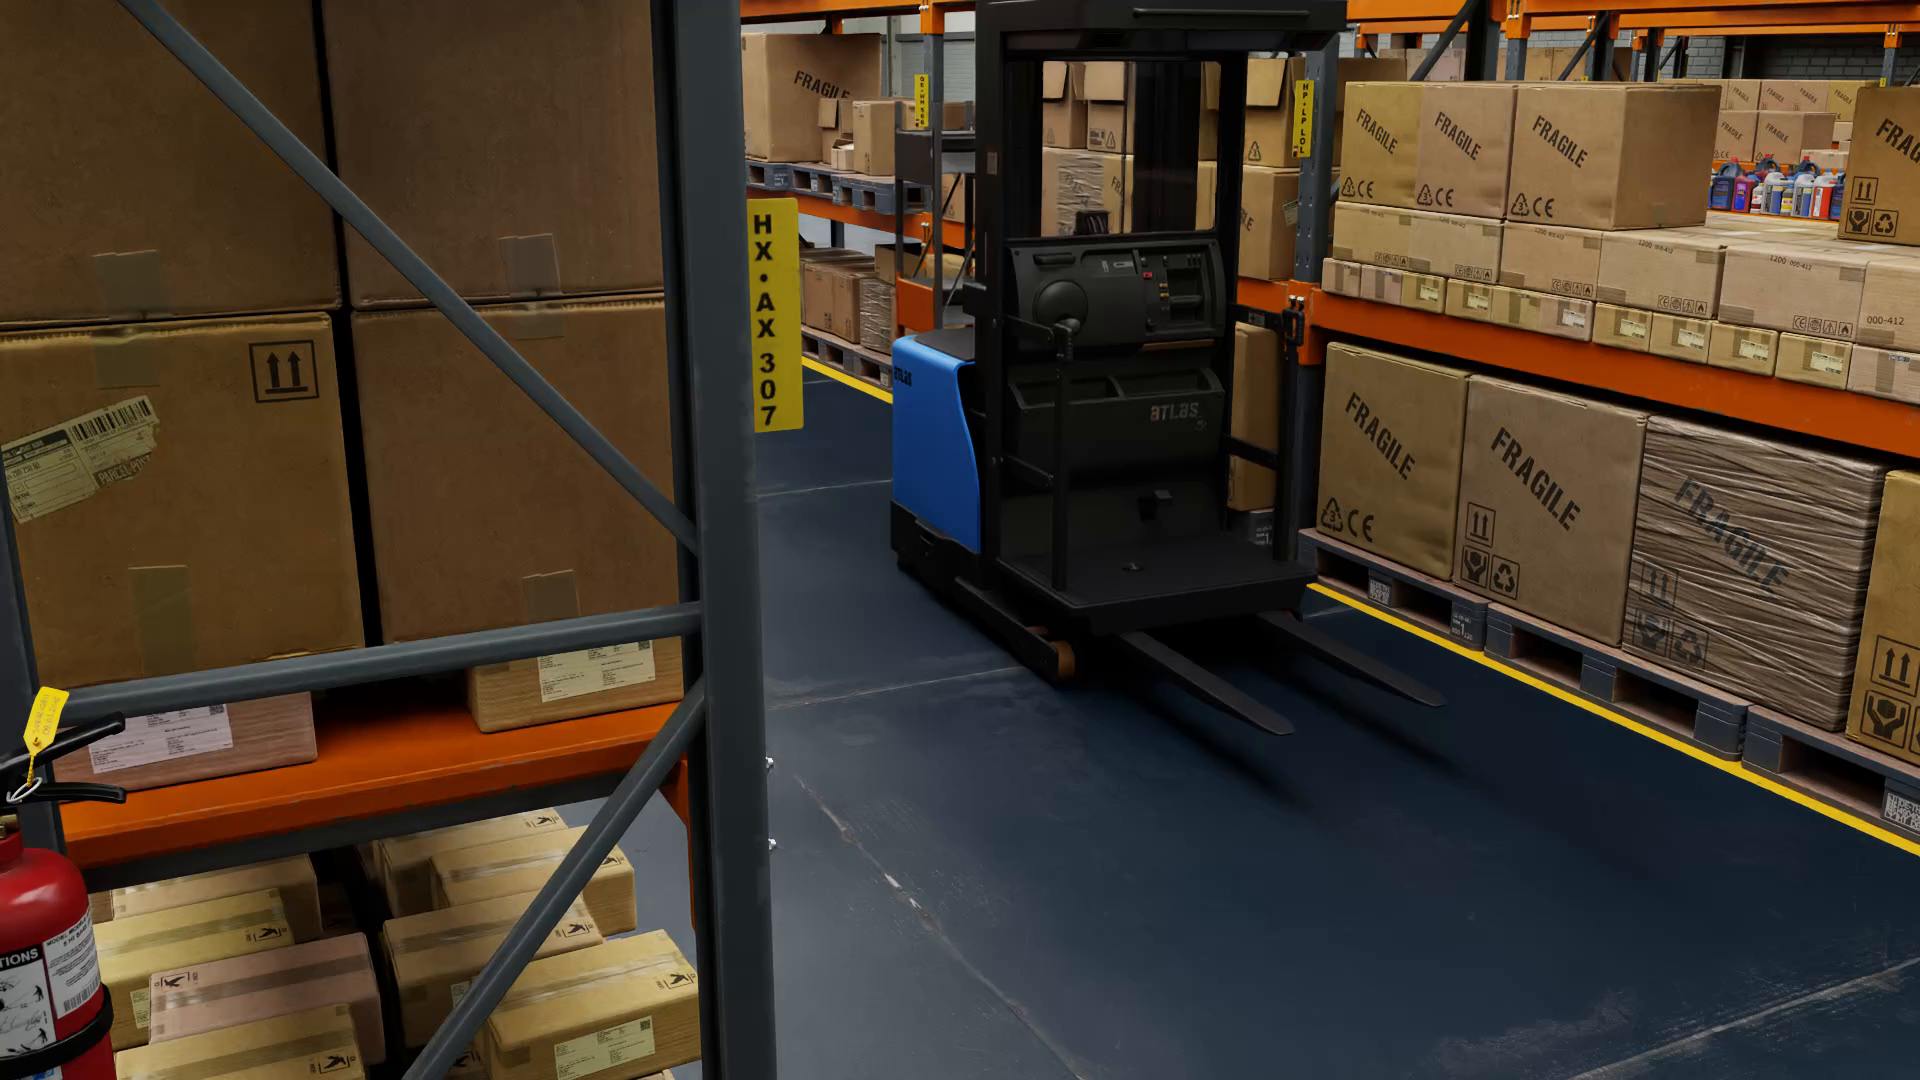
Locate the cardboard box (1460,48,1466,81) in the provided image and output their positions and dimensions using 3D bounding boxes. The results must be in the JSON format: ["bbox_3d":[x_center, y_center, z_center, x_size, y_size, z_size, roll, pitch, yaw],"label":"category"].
[{"bbox_3d":[6.534,-5.731,20.249,0.700,0.500,0.500,-8,18,-25],"label":"cardboard box"}]

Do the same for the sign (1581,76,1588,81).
[{"bbox_3d":[6.896,-4.963,18.395,0.100,0.325,0.005,-8,18,-25],"label":"sign"}]

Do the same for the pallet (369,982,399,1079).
[{"bbox_3d":[-1.116,1.285,3.389,1.003,0.211,1.213,-8,18,-25],"label":"pallet"}]

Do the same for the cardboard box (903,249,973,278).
[{"bbox_3d":[-0.081,-1.921,11.883,0.500,0.250,0.500,-7,17,-23],"label":"cardboard box"}]

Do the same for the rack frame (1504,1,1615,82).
[{"bbox_3d":[4.692,-2.987,13.221,1.000,3.000,0.127,-8,18,-25],"label":"rack frame"}]

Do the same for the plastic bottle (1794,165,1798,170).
[{"bbox_3d":[5.893,-2.520,11.805,0.061,0.283,0.133,-8,18,-25],"label":"plastic bottle"}]

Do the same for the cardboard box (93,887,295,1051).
[{"bbox_3d":[-1.505,0.833,3.237,0.380,0.149,0.250,-8,18,-26],"label":"cardboard box"}]

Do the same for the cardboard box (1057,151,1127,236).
[{"bbox_3d":[0.881,-1.905,9.269,0.500,0.500,0.500,-8,18,-25],"label":"cardboard box"}]

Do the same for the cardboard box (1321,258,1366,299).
[{"bbox_3d":[1.822,-1.162,7.318,0.380,0.149,0.250,-8,18,-25],"label":"cardboard box"}]

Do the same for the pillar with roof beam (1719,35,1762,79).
[{"bbox_3d":[7.307,-8.462,21.425,9.100,9.000,0.400,-8,18,-25],"label":"pillar with roof beam"}]

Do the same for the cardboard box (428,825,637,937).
[{"bbox_3d":[-0.907,0.749,3.530,0.380,0.149,0.250,-8,18,-25],"label":"cardboard box"}]

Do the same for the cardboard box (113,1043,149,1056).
[{"bbox_3d":[-1.476,0.970,3.300,0.380,0.149,0.250,-8,18,-27],"label":"cardboard box"}]

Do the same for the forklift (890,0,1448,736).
[{"bbox_3d":[0.721,-0.995,6.405,1.130,2.935,3.031,-7,17,-22],"label":"forklift"}]

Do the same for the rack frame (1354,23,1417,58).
[{"bbox_3d":[5.641,-5.568,22.216,1.000,3.000,0.127,-8,18,-25],"label":"rack frame"}]

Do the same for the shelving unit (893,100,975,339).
[{"bbox_3d":[-0.030,-1.041,8.071,0.431,2.100,0.503,-7,17,-22],"label":"shelving unit"}]

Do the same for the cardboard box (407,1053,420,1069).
[{"bbox_3d":[-0.889,1.114,3.336,0.380,0.149,0.250,-8,18,-25],"label":"cardboard box"}]

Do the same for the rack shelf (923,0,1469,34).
[{"bbox_3d":[1.116,-2.989,9.093,1.077,0.370,4.000,-8,18,-25],"label":"rack shelf"}]

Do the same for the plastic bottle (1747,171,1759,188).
[{"bbox_3d":[5.360,-2.364,11.285,0.097,0.271,0.097,0,16,0],"label":"plastic bottle"}]

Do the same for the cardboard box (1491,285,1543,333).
[{"bbox_3d":[2.282,-0.904,6.417,0.380,0.149,0.250,-8,18,-26],"label":"cardboard box"}]

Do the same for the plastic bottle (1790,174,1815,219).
[{"bbox_3d":[5.541,-2.243,10.854,0.152,0.276,0.135,-8,18,-25],"label":"plastic bottle"}]

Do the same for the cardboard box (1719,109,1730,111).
[{"bbox_3d":[7.946,-4.301,17.621,0.500,0.500,0.500,-6,17,-21],"label":"cardboard box"}]

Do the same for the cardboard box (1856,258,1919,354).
[{"bbox_3d":[3.072,-0.690,4.948,0.500,0.250,0.500,-8,18,-26],"label":"cardboard box"}]

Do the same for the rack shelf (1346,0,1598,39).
[{"bbox_3d":[3.816,-4.579,14.635,1.077,0.370,4.000,-8,18,-25],"label":"rack shelf"}]

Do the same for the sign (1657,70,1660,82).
[{"bbox_3d":[7.877,-5.163,18.848,0.100,0.325,0.005,-8,18,-25],"label":"sign"}]

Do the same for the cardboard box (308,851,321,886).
[{"bbox_3d":[-1.852,0.848,4.265,0.380,0.149,0.250,-7,17,-23],"label":"cardboard box"}]

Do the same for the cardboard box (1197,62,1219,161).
[{"bbox_3d":[1.414,-2.256,8.674,0.797,0.503,0.637,-7,18,-24],"label":"cardboard box"}]

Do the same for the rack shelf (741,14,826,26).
[{"bbox_3d":[-2.389,-4.972,16.006,1.077,0.370,4.000,-8,18,-25],"label":"rack shelf"}]

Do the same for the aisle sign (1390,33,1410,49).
[{"bbox_3d":[5.877,-6.870,22.038,0.394,0.787,0.004,-8,18,-25],"label":"aisle sign"}]

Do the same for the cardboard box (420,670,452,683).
[{"bbox_3d":[-0.755,0.112,2.877,0.380,0.149,0.250,-7,17,-23],"label":"cardboard box"}]

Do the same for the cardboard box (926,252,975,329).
[{"bbox_3d":[0.523,-1.395,10.766,1.225,0.875,0.875,-9,18,-27],"label":"cardboard box"}]

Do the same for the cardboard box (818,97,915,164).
[{"bbox_3d":[-0.670,-3.213,13.061,0.797,0.503,0.637,-6,17,-19],"label":"cardboard box"}]

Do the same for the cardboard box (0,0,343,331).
[{"bbox_3d":[-1.183,-0.586,2.320,0.500,0.500,0.500,-8,18,-26],"label":"cardboard box"}]

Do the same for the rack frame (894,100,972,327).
[{"bbox_3d":[-0.127,-1.103,8.286,0.400,2.100,0.015,-7,17,-22],"label":"rack frame"}]

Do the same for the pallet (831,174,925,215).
[{"bbox_3d":[-0.169,-2.460,11.733,1.213,0.211,1.003,-8,18,-25],"label":"pallet"}]

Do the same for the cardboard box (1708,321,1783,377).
[{"bbox_3d":[2.729,-0.650,5.533,0.380,0.149,0.250,-8,18,-25],"label":"cardboard box"}]

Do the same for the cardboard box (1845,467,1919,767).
[{"bbox_3d":[3.392,0.266,4.978,0.875,0.875,0.875,-8,18,-25],"label":"cardboard box"}]

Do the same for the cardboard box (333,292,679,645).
[{"bbox_3d":[-0.707,-0.166,2.671,0.500,0.500,0.500,-7,17,-22],"label":"cardboard box"}]

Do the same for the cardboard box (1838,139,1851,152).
[{"bbox_3d":[8.928,-3.787,16.171,0.500,0.311,0.500,-8,18,-26],"label":"cardboard box"}]

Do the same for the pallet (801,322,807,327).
[{"bbox_3d":[-1.171,-1.847,14.304,1.003,0.211,1.213,-8,18,-25],"label":"pallet"}]

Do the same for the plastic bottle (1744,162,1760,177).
[{"bbox_3d":[5.753,-2.599,12.080,0.061,0.283,0.133,-8,18,-25],"label":"plastic bottle"}]

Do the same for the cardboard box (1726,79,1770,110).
[{"bbox_3d":[10.697,-5.932,22.360,0.500,0.500,0.500,-7,17,-23],"label":"cardboard box"}]

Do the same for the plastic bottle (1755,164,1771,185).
[{"bbox_3d":[5.705,-2.535,11.860,0.061,0.283,0.133,-8,18,-25],"label":"plastic bottle"}]

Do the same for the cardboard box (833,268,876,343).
[{"bbox_3d":[-0.581,-1.838,12.951,0.700,0.500,0.500,-6,17,-20],"label":"cardboard box"}]

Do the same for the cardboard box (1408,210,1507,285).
[{"bbox_3d":[2.176,-1.195,6.711,0.500,0.250,0.500,-8,18,-25],"label":"cardboard box"}]

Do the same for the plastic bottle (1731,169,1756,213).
[{"bbox_3d":[5.297,-2.356,11.234,0.061,0.283,0.133,-8,18,-25],"label":"plastic bottle"}]

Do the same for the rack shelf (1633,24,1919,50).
[{"bbox_3d":[10.969,-6.768,22.263,1.077,0.370,4.000,-8,18,-25],"label":"rack shelf"}]
